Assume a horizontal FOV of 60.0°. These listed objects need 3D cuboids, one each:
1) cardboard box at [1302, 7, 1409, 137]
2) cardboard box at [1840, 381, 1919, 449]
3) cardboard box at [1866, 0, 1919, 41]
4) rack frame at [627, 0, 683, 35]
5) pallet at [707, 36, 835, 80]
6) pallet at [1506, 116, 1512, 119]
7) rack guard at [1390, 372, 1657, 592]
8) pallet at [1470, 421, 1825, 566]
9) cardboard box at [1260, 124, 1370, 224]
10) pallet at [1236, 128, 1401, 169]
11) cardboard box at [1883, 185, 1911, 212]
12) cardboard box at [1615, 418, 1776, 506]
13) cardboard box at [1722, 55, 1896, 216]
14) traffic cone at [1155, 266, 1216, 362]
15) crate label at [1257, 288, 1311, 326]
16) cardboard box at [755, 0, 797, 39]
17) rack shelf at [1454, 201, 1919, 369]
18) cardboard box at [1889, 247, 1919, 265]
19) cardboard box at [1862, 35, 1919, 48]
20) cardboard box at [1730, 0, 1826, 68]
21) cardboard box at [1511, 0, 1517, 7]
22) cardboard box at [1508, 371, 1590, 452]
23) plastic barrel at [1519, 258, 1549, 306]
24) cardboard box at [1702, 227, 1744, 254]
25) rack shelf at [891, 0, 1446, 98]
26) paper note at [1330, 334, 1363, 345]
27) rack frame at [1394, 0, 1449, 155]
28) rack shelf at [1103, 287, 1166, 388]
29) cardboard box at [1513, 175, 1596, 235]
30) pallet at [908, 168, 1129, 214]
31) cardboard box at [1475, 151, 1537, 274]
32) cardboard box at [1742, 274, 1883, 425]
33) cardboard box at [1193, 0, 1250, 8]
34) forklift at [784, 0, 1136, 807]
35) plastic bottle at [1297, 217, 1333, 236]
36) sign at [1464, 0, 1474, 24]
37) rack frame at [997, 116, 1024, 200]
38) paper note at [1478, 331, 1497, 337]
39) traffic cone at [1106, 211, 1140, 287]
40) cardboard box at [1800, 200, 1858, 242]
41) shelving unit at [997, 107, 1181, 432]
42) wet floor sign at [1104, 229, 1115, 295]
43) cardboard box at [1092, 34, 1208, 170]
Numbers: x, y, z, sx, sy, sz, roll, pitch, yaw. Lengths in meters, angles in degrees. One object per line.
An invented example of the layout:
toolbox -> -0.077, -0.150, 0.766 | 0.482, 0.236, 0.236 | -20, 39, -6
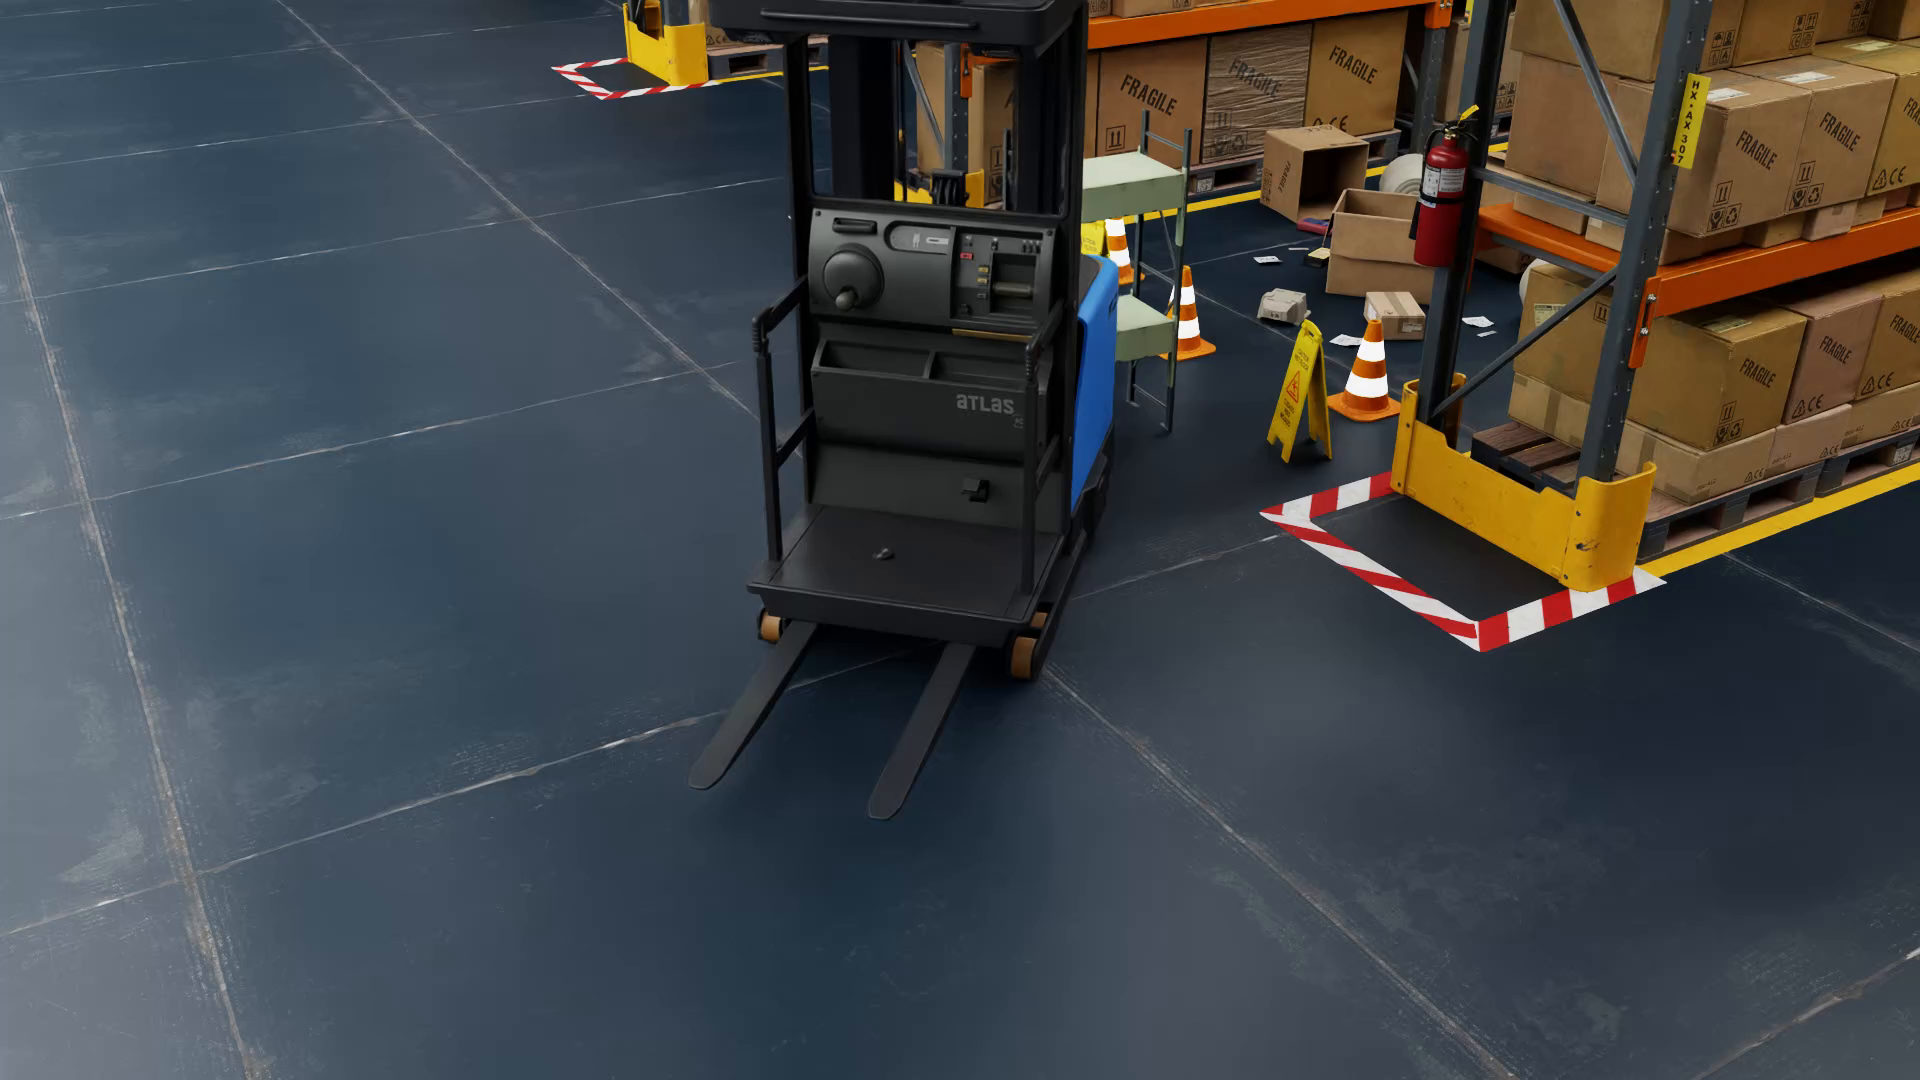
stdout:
cardboard box -> 2.622, -3.498, 12.248 | 0.875, 0.875, 0.875 | -15, 32, -26
cardboard box -> 4.090, -0.675, 7.780 | 0.500, 0.250, 0.500 | -14, 32, -23
cardboard box -> 4.004, -2.533, 7.289 | 0.500, 0.500, 0.700 | -16, 33, -27
rack frame -> -2.674, -5.481, 14.077 | 0.127, 3.000, 1.000 | -16, 33, -26
pallet -> -1.890, -4.462, 15.118 | 1.213, 0.211, 1.003 | -16, 33, -26
pallet -> 4.880, -3.669, 13.679 | 1.213, 0.211, 1.003 | -16, 33, -26
rack guard -> 2.412, -0.276, 7.234 | 0.348, 0.500, 1.175 | -16, 33, -26
pallet -> 3.130, -0.334, 7.637 | 1.213, 0.211, 1.003 | -16, 33, -26
cardboard box -> 2.382, -2.468, 11.202 | 0.500, 0.500, 0.500 | -10, 30, -18
pallet -> 2.505, -2.994, 12.457 | 1.213, 0.211, 1.003 | -16, 33, -26
cardboard box -> 3.870, -1.548, 7.211 | 0.250, 0.149, 0.380 | -15, 32, -25
cardboard box -> 3.182, -0.415, 7.308 | 0.500, 0.250, 0.500 | -16, 33, -27
cardboard box -> 3.340, -1.655, 6.733 | 0.500, 0.500, 0.500 | -15, 32, -25
traffic cone -> 1.208, -1.263, 9.060 | 0.334, 0.463, 0.336 | -16, 33, -26
crate label -> 1.854, -1.339, 9.535 | 0.250, 0.136, 0.298 | 15, 32, 26
cardboard box -> -1.629, -4.877, 15.134 | 0.500, 0.500, 0.500 | -8, 30, -13
rack shelf -> 4.071, -1.527, 7.657 | 4.000, 0.370, 1.077 | -16, 33, -26
cardboard box -> 4.544, -1.133, 7.833 | 0.500, 0.500, 0.500 | -14, 32, -24
cardboard box -> 4.213, -1.908, 7.191 | 0.500, 0.500, 0.500 | -17, 33, -27
cardboard box -> 3.116, -2.301, 6.868 | 0.500, 0.500, 0.700 | -16, 32, -26
cardboard box -> 4.523, -3.992, 13.272 | 0.750, 0.750, 1.050 | -16, 33, -26
cardboard box -> 2.928, -0.648, 7.731 | 0.500, 0.250, 0.500 | -16, 33, -27
plastic barrel -> 3.360, -1.361, 9.277 | 0.421, 0.421, 0.512 | 5, 29, 8
cardboard box -> 2.955, -1.307, 6.774 | 0.250, 0.149, 0.380 | -15, 32, -26
rack shelf -> 1.476, -3.564, 11.349 | 4.000, 0.370, 1.077 | -16, 33, -26
paper note -> 2.153, -1.113, 9.235 | 0.148, 0.019, 0.142 | 22, 36, 34
rack frame -> 3.200, -4.369, 12.062 | 0.127, 3.000, 1.000 | -16, 33, -26
rack shelf -> 0.585, -0.964, 8.119 | 0.720, 0.370, 0.431 | -6, 29, -11
cardboard box -> 2.560, -1.423, 6.984 | 0.250, 0.149, 0.380 | -15, 32, -25
pallet -> 0.401, -2.397, 11.375 | 1.213, 0.211, 1.003 | -16, 33, -26
cardboard box -> 3.380, -2.036, 10.278 | 0.503, 0.637, 0.797 | -16, 33, -26
cardboard box -> 3.651, -0.879, 7.373 | 0.500, 0.500, 0.500 | -17, 33, -28
cardboard box -> 1.494, -3.940, 11.131 | 0.500, 0.550, 0.875 | -16, 33, -26
forklift -> -0.001, -0.979, 5.990 | 1.130, 2.935, 3.031 | 0, 29, 0
plastic bottle -> 2.369, -2.049, 10.899 | 0.283, 0.061, 0.133 | 22, 36, 34
sign -> 2.082, -2.234, 6.668 | 0.005, 0.325, 0.100 | -16, 33, -26
rack frame -> 0.228, -1.211, 7.892 | 0.023, 1.500, 0.400 | -6, 29, -11
paper note -> 2.961, -1.159, 9.340 | 0.123, 0.001, 0.032 | -16, 33, -26
traffic cone -> 0.929, -1.817, 10.064 | 0.334, 0.463, 0.336 | -16, 33, -26
cardboard box -> 3.466, -1.381, 6.908 | 0.250, 0.149, 0.380 | -15, 32, -26
shelving unit -> 0.585, -1.249, 7.961 | 0.755, 1.500, 0.431 | -6, 29, -11
wet floor sign -> 0.730, -1.527, 9.349 | 0.232, 0.644, 0.267 | -22, 36, -35
cardboard box -> 1.060, -3.053, 11.442 | 0.875, 0.875, 0.875 | -16, 33, -27
